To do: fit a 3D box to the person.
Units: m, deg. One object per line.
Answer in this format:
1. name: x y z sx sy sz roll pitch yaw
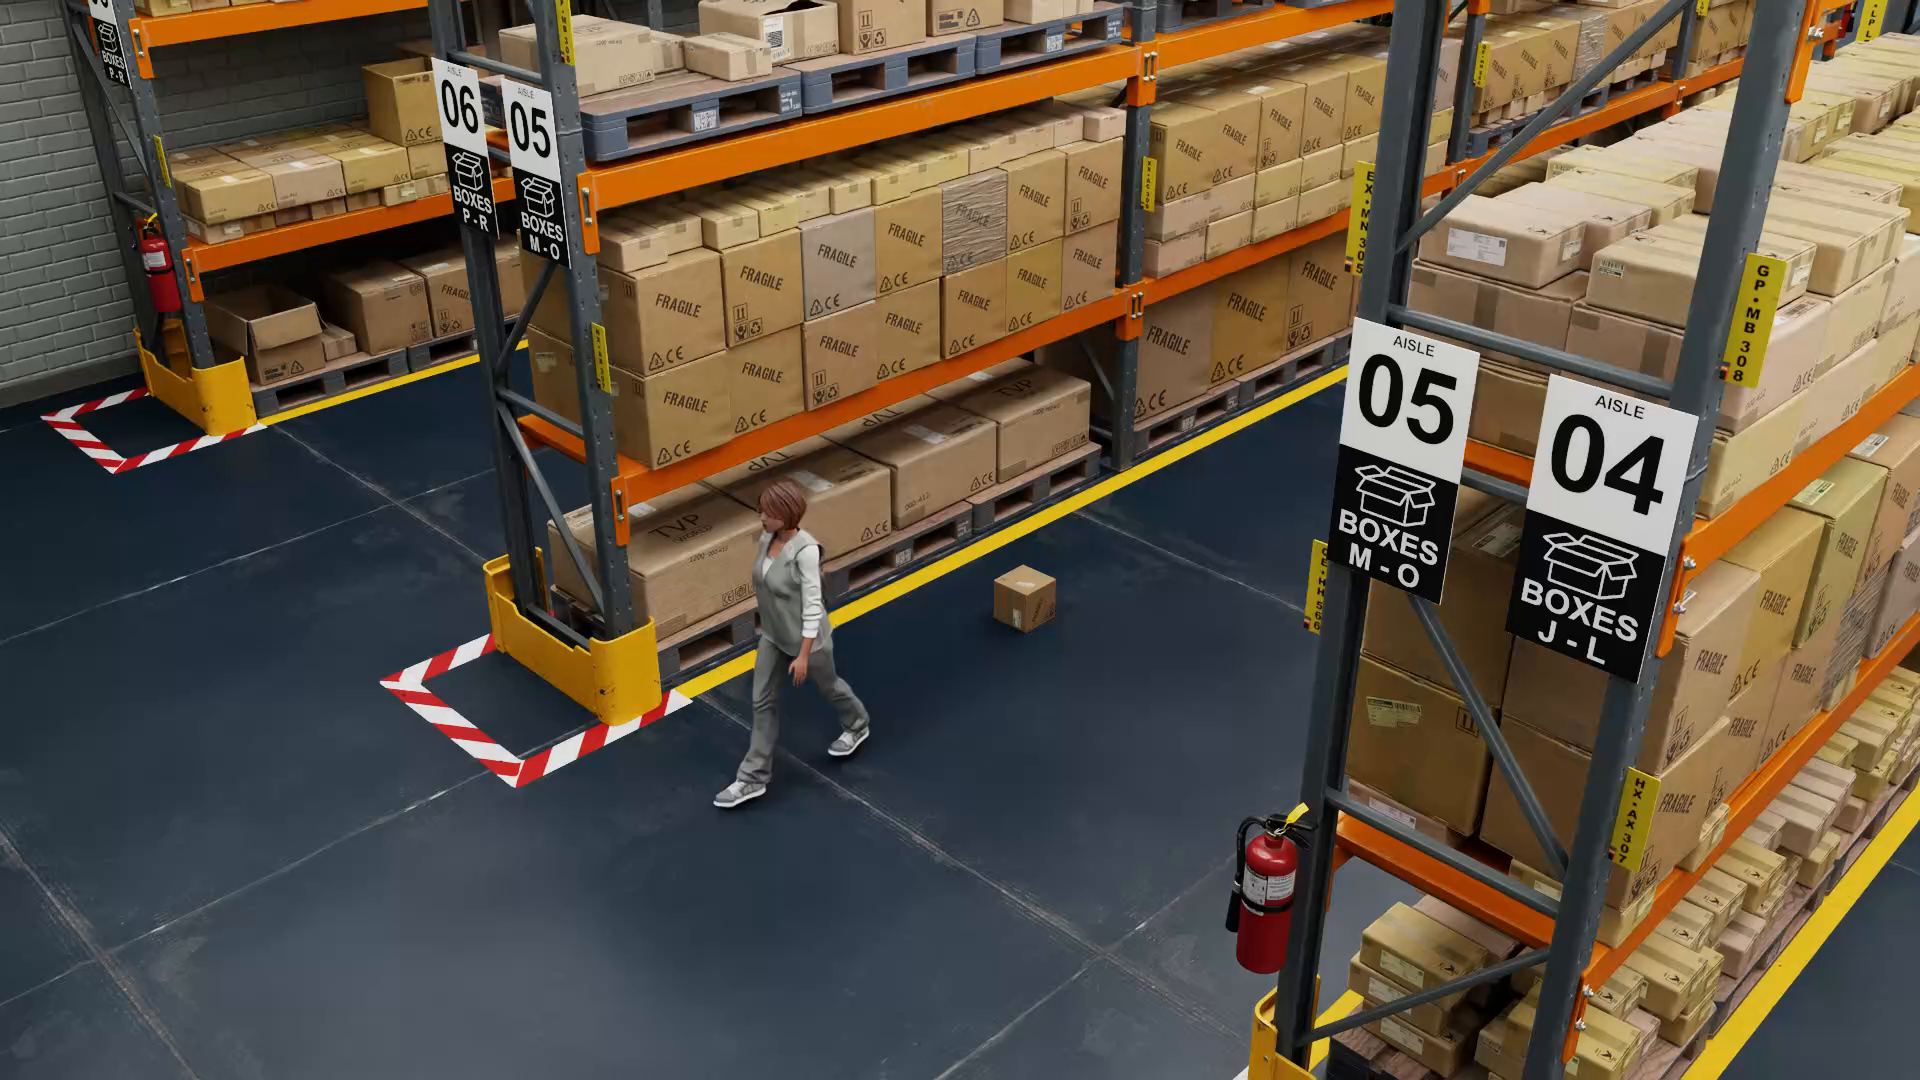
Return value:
1. person: -0.799 0.465 7.760 0.457 1.526 0.925 24 36 37
